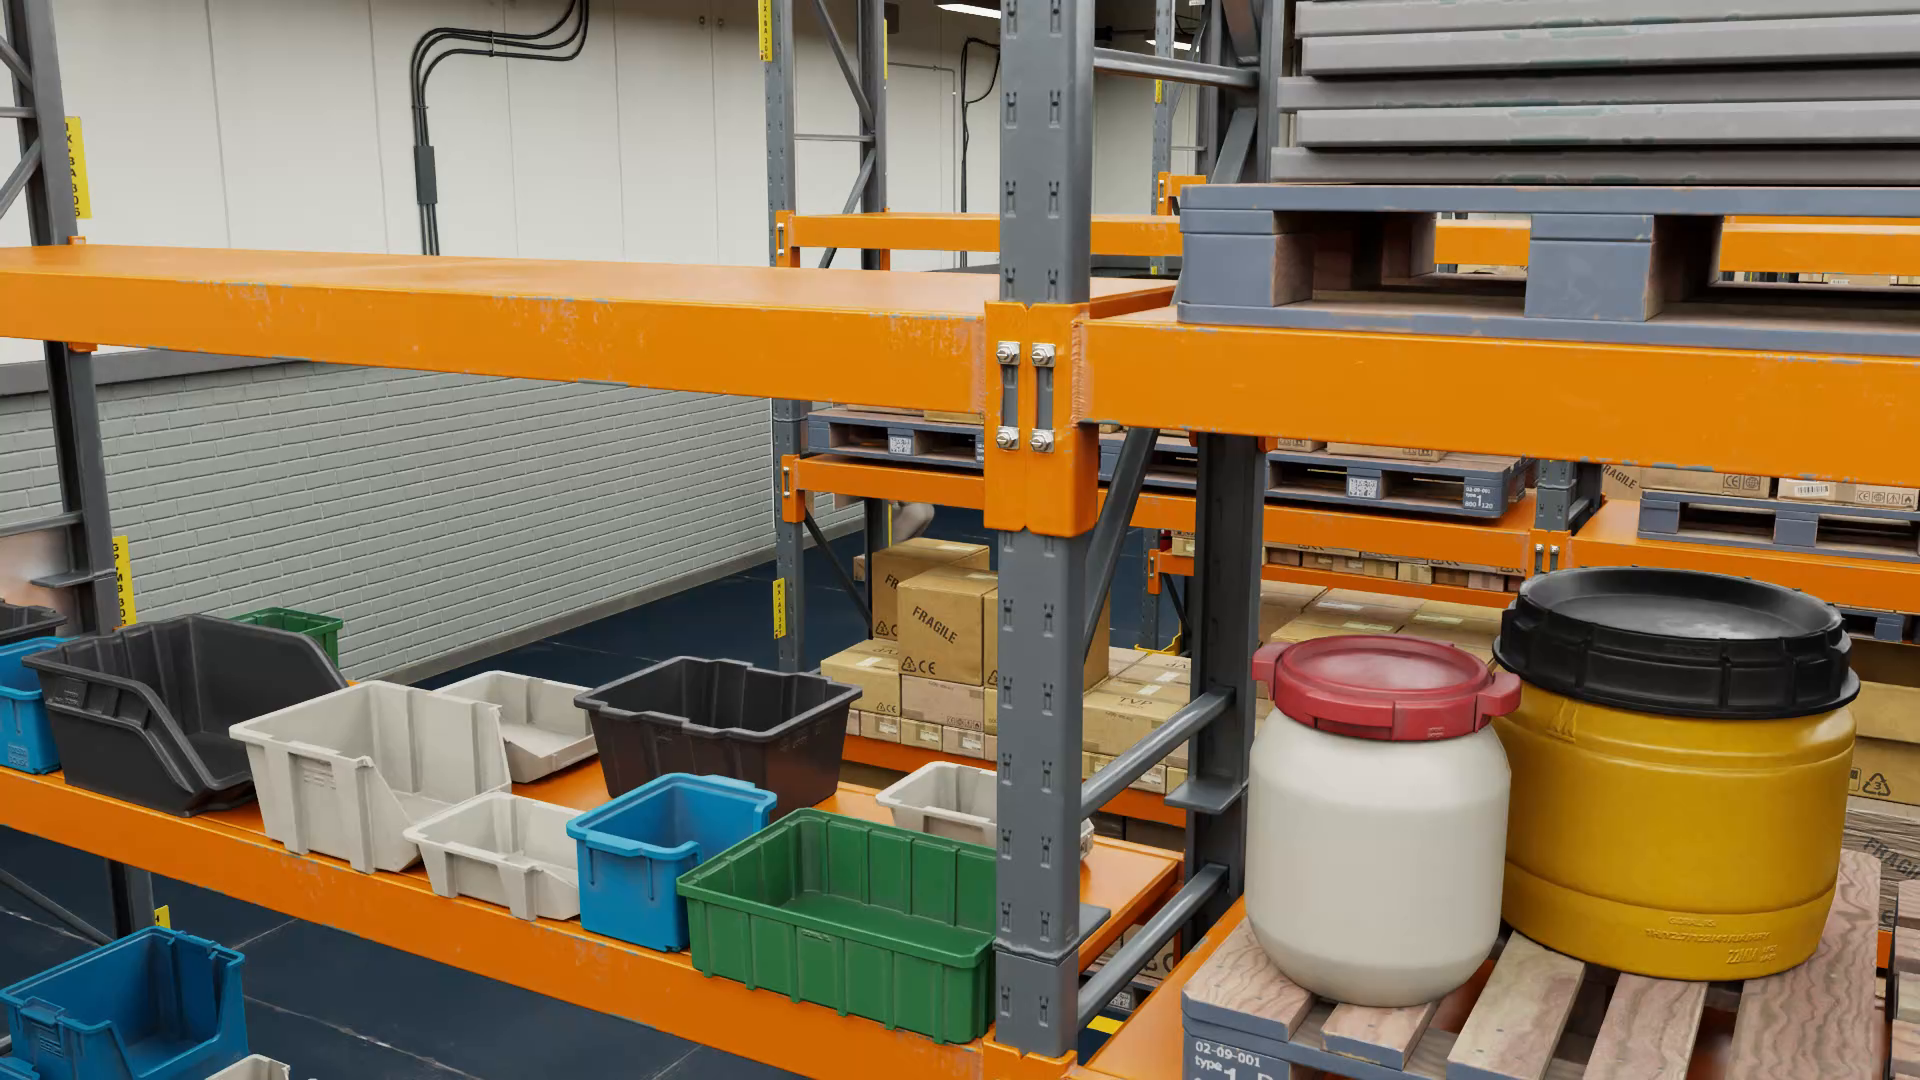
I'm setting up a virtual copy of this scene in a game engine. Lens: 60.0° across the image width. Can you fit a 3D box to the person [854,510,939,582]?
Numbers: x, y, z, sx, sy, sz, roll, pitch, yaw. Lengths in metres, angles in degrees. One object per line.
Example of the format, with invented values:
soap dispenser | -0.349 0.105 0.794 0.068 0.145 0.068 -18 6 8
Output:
person | -0.703 0.098 17.852 0.954 0.781 0.535 6 14 27
